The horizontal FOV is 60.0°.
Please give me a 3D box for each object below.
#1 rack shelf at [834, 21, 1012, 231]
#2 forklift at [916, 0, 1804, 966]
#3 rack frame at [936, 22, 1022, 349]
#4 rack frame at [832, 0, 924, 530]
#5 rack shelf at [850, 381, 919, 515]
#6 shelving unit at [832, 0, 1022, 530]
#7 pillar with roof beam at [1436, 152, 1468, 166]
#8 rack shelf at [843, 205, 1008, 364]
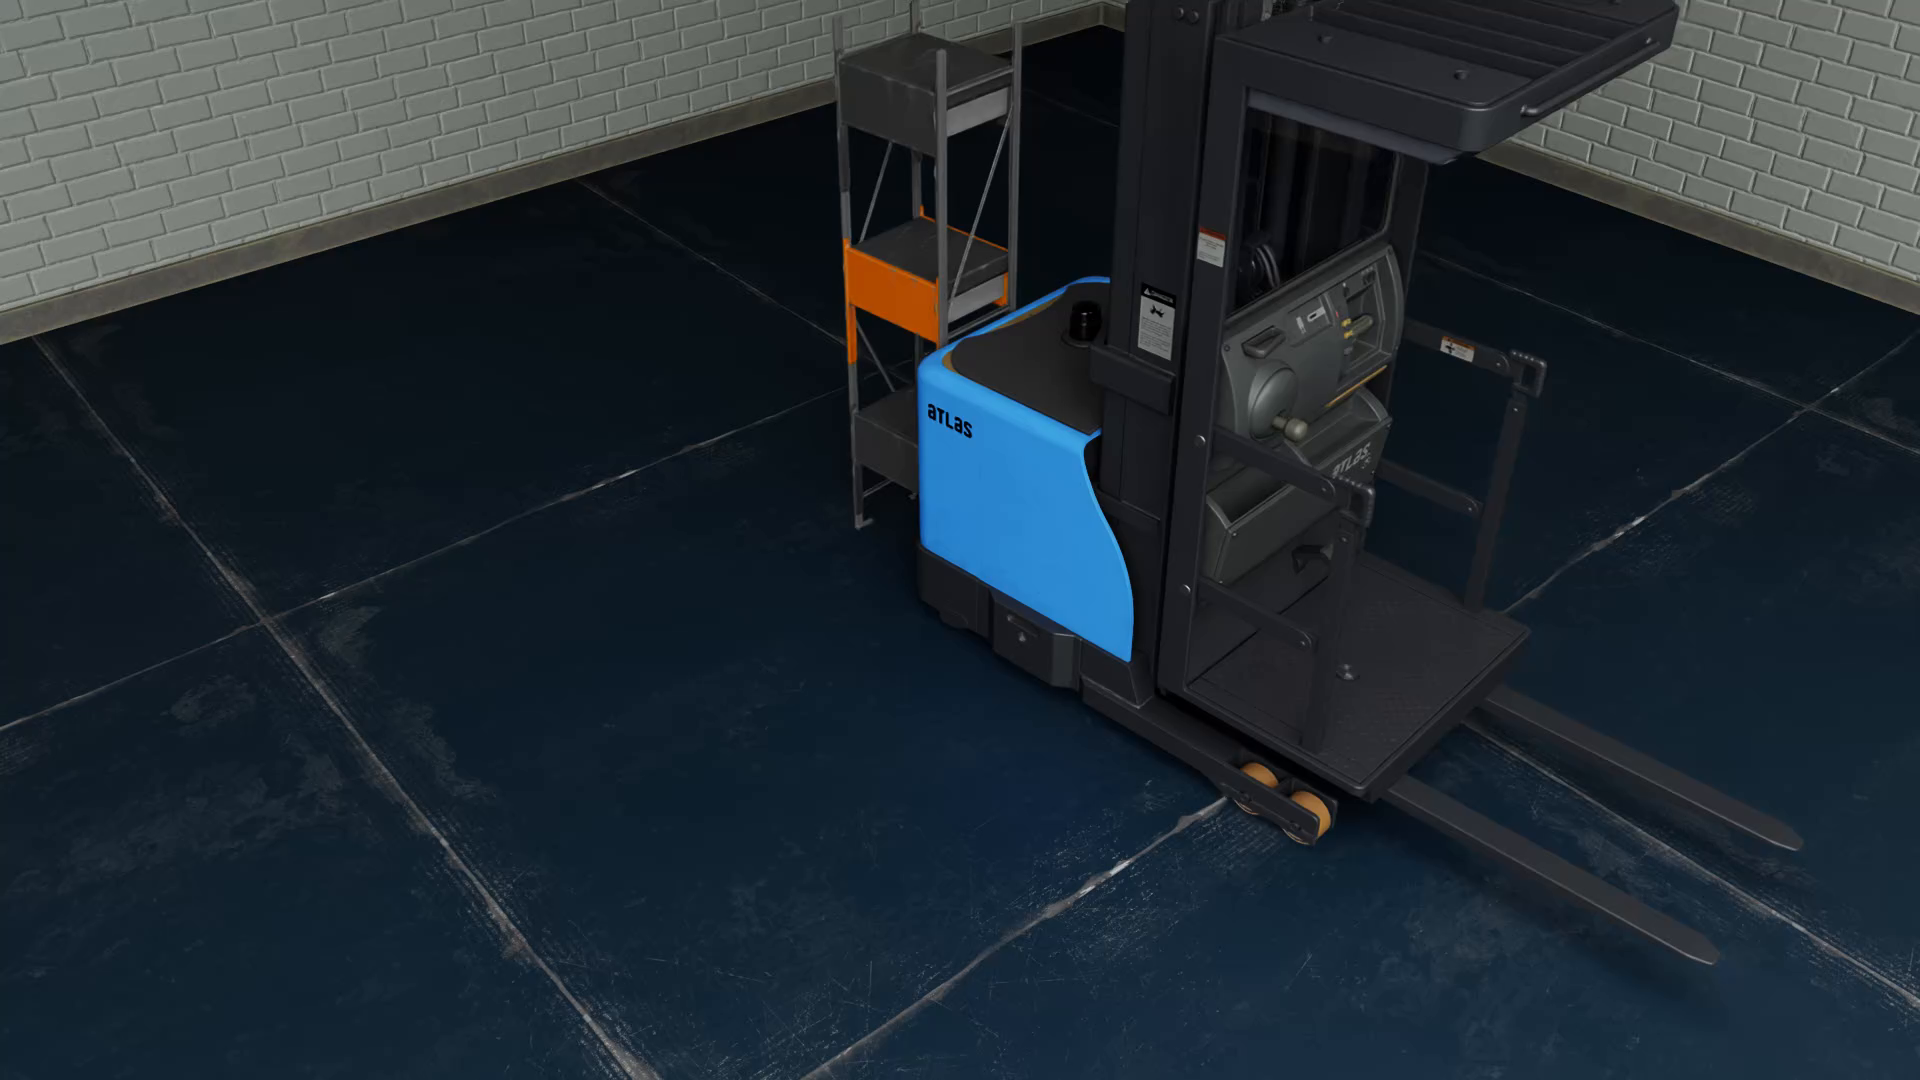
[{"bbox_3d":[-0.111,-1.447,5.789,0.480,0.518,0.431,29,44,34],"label":"rack shelf"},{"bbox_3d":[1.249,-0.560,5.005,3.031,2.935,1.130,29,44,34],"label":"forklift"},{"bbox_3d":[0.066,-0.790,6.049,0.015,2.100,0.400,29,44,34],"label":"rack frame"},{"bbox_3d":[-0.288,-0.984,6.323,0.015,2.100,0.400,29,44,34],"label":"rack frame"},{"bbox_3d":[-0.111,-0.305,6.599,0.480,0.518,0.431,29,44,34],"label":"rack shelf"},{"bbox_3d":[-0.111,-0.887,6.186,0.503,2.100,0.431,29,44,34],"label":"shelving unit"},{"bbox_3d":[-0.442,-4.436,5.227,9.100,9.000,0.400,-26,43,-32],"label":"pillar with roof beam"},{"bbox_3d":[-0.111,-0.876,6.194,0.480,0.518,0.431,29,44,34],"label":"rack shelf"}]
